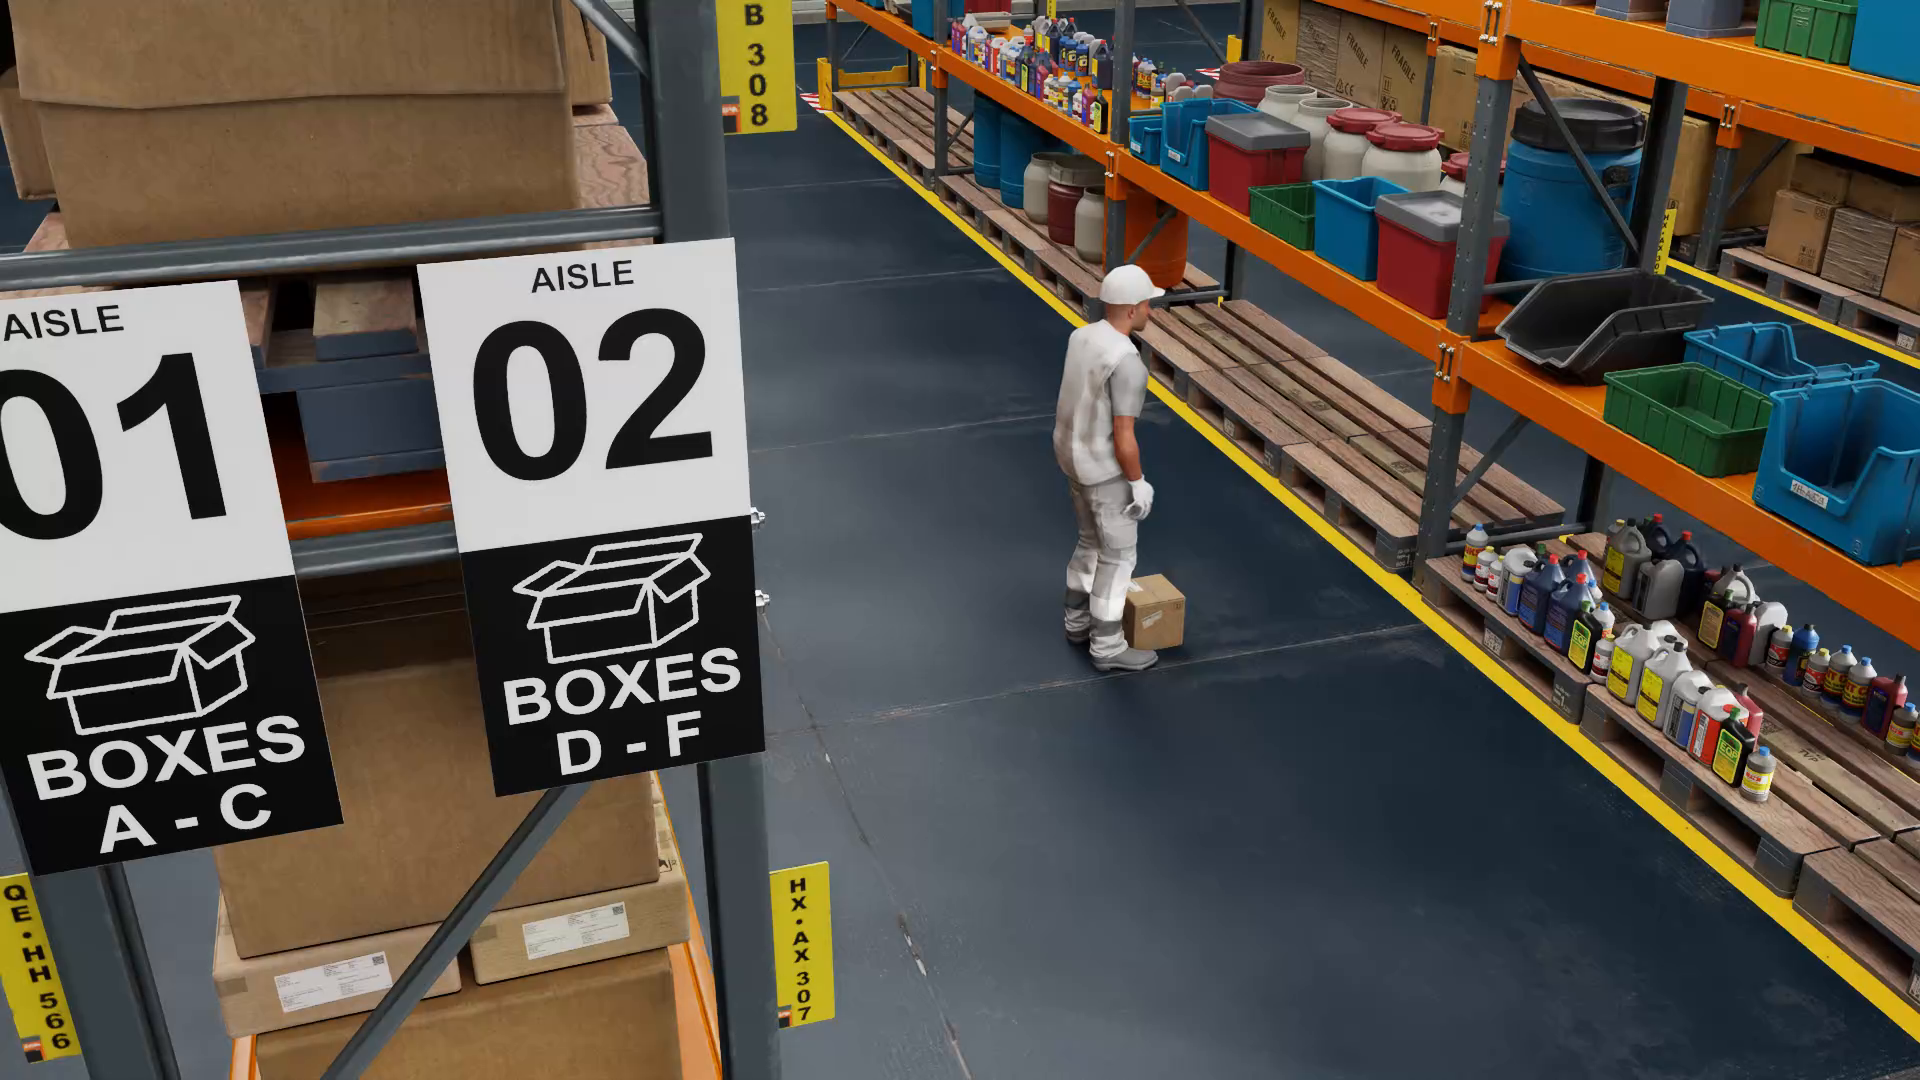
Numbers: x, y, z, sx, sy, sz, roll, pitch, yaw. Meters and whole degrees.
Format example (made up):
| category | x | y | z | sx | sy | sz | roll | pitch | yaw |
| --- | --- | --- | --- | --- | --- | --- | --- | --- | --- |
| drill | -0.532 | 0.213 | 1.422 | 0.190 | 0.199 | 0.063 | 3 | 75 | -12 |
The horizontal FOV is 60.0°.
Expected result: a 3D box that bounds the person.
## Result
| category | x | y | z | sx | sy | sz | roll | pitch | yaw |
| --- | --- | --- | --- | --- | --- | --- | --- | --- | --- |
| person | 0.650 | -0.317 | 7.243 | 0.452 | 1.779 | 0.590 | -9 | 27 | -18 |
